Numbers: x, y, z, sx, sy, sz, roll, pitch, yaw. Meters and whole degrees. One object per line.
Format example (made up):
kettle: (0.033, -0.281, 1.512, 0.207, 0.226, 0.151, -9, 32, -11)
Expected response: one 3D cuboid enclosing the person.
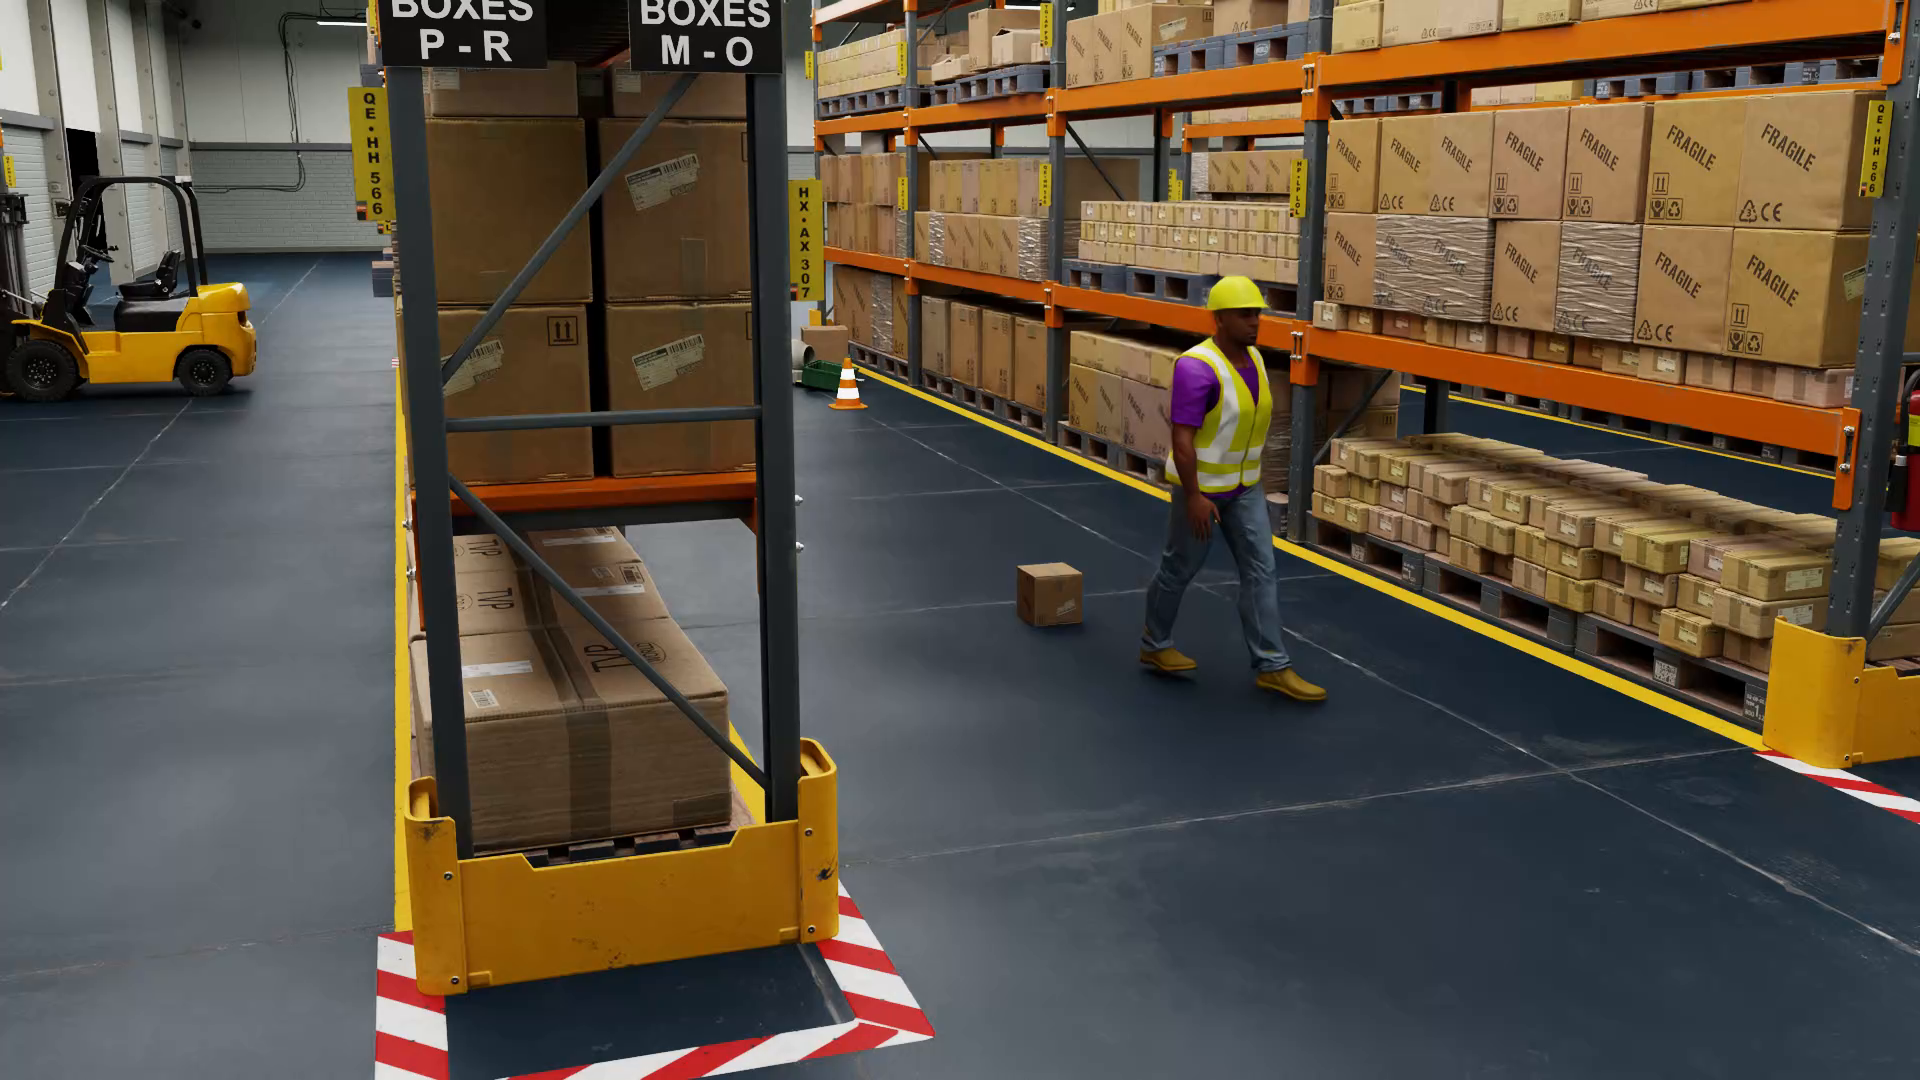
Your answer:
person: (1.093, -0.225, 6.926, 0.600, 1.734, 0.879, -10, 16, -38)
